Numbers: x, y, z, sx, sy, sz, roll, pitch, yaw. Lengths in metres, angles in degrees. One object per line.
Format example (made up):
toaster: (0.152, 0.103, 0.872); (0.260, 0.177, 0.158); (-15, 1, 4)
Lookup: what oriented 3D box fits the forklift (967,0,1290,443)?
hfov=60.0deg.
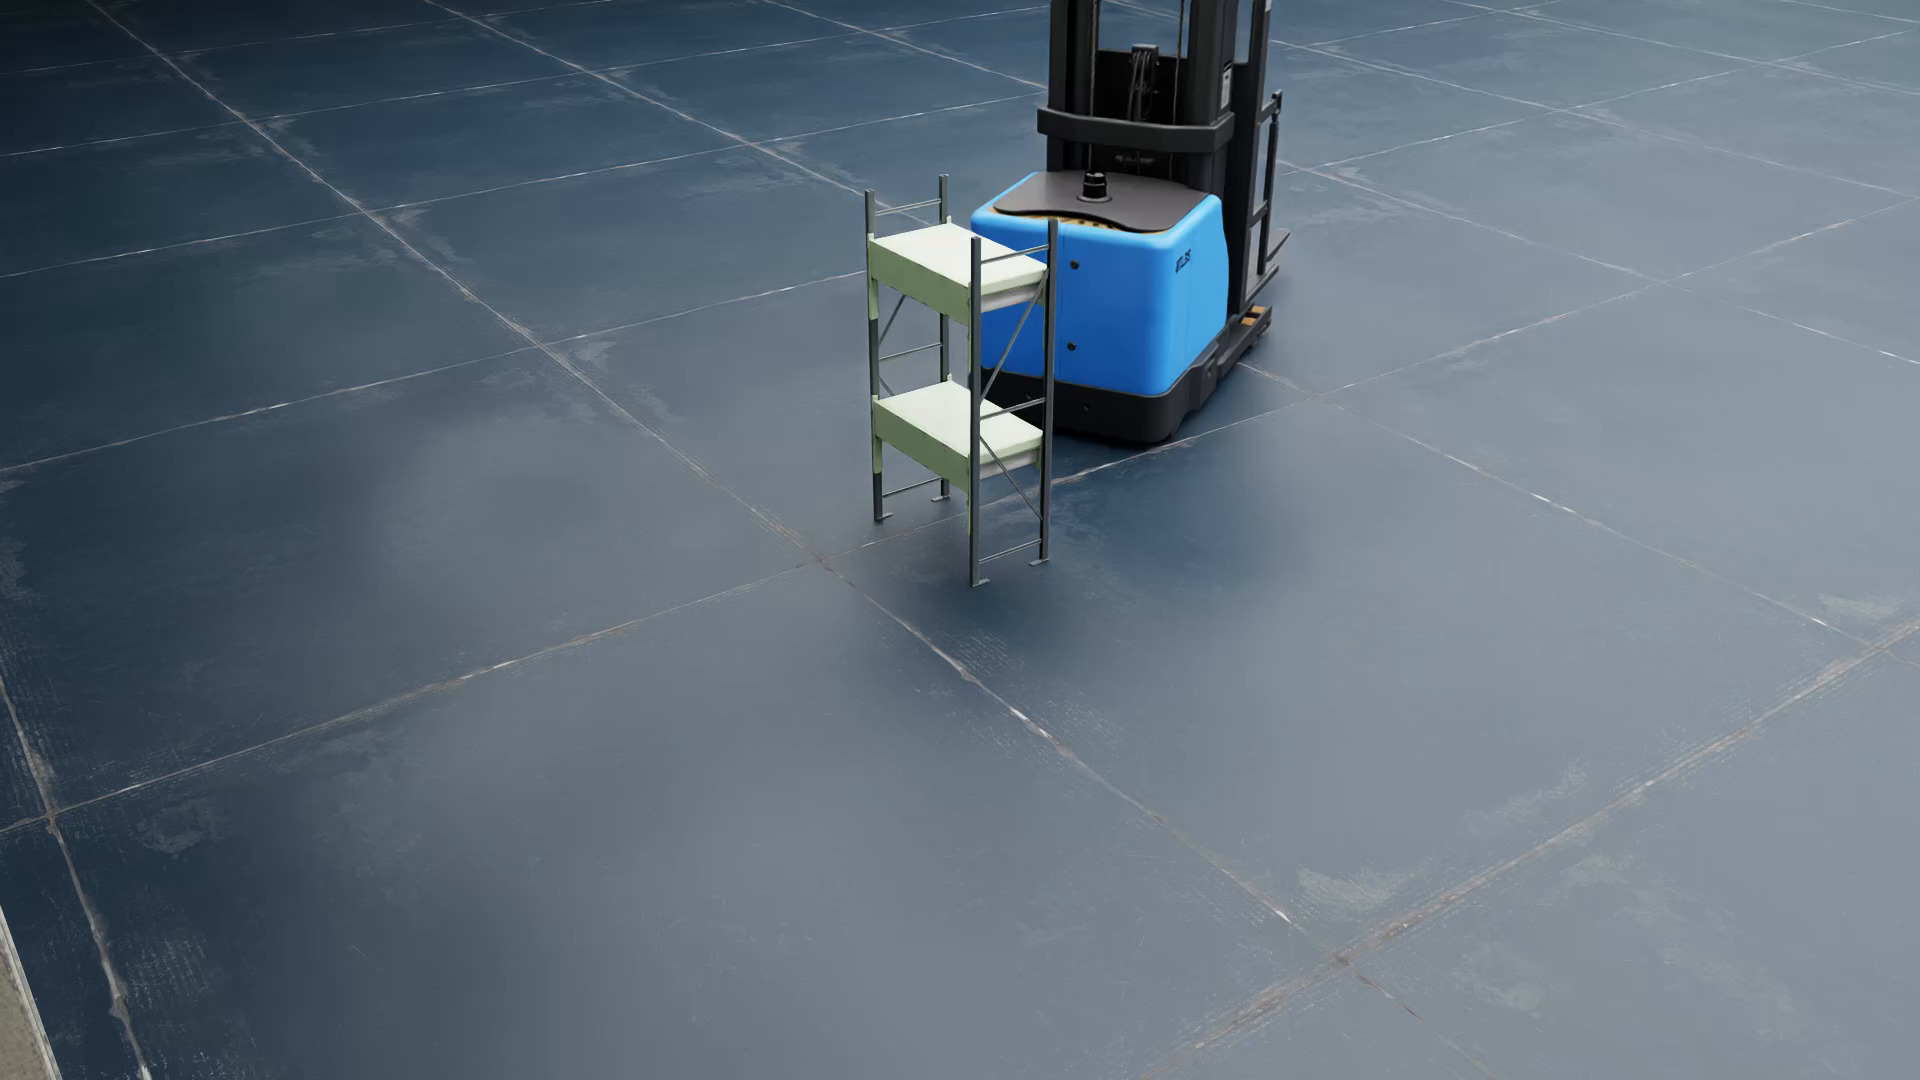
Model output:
forklift: (1.111, -2.435, 8.669); (1.130, 2.935, 3.031); (12, 31, 22)

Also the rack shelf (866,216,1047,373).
rack shelf: (-0.004, -1.005, 6.718); (0.431, 0.370, 0.720); (-19, 34, -31)

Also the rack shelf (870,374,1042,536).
rack shelf: (-0.004, -0.375, 7.059); (0.431, 0.370, 0.720); (-19, 34, -31)

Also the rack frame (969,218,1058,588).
rack frame: (0.208, -0.519, 6.642); (0.400, 1.500, 0.023); (-19, 34, -31)

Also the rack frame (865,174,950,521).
rack frame: (-0.216, -0.804, 7.166); (0.400, 1.500, 0.023); (-19, 34, -31)

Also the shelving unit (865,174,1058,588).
shelving unit: (-0.004, -0.662, 6.904); (0.431, 1.500, 0.755); (-19, 34, -31)
